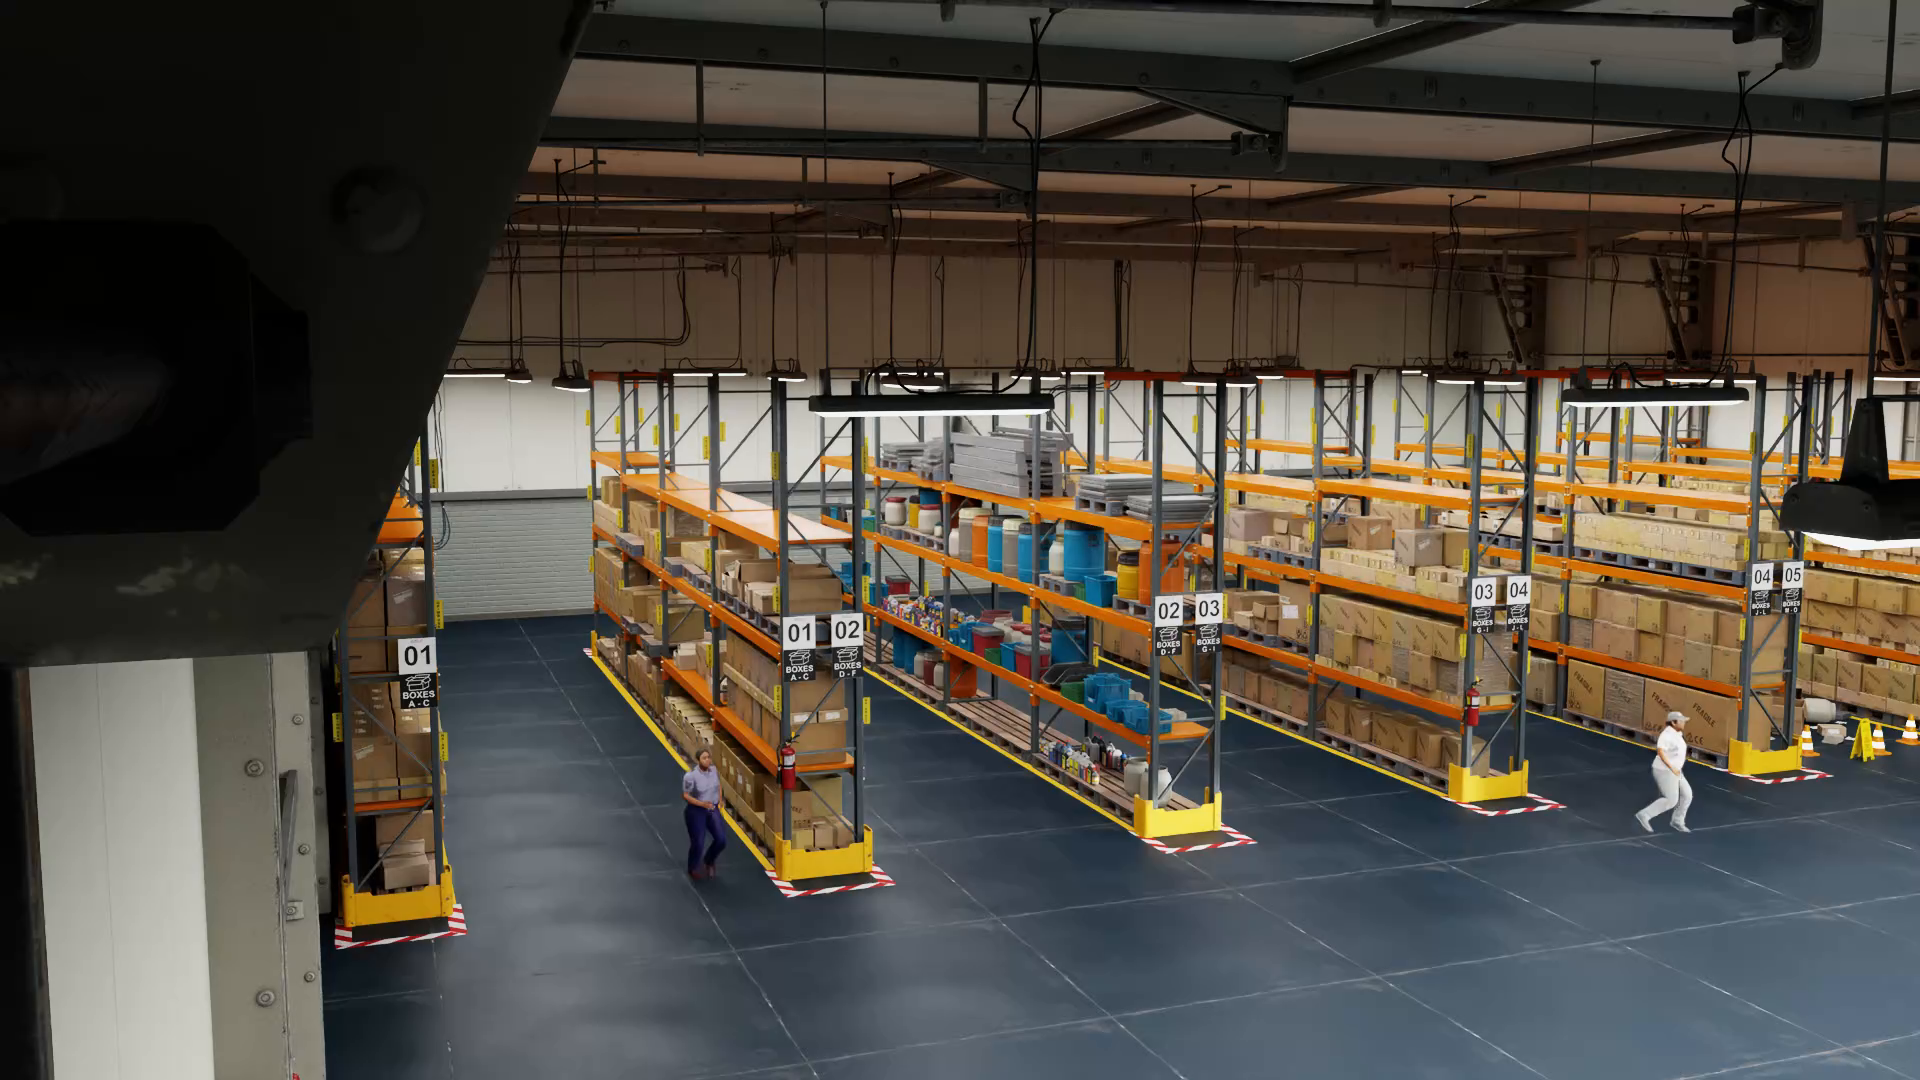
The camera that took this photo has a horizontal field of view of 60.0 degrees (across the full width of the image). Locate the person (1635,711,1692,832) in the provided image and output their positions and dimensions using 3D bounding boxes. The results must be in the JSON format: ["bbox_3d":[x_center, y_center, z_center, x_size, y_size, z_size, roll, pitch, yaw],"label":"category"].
[{"bbox_3d":[9.368,3.101,22.050,0.660,1.662,0.838,4,7,30],"label":"person"}]

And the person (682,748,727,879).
[{"bbox_3d":[-3.047,3.307,19.991,0.621,1.644,0.631,-5,8,-40],"label":"person"}]

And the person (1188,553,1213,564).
[{"bbox_3d":[5.904,0.882,41.109,0.699,1.765,0.832,4,7,31],"label":"person"}]
